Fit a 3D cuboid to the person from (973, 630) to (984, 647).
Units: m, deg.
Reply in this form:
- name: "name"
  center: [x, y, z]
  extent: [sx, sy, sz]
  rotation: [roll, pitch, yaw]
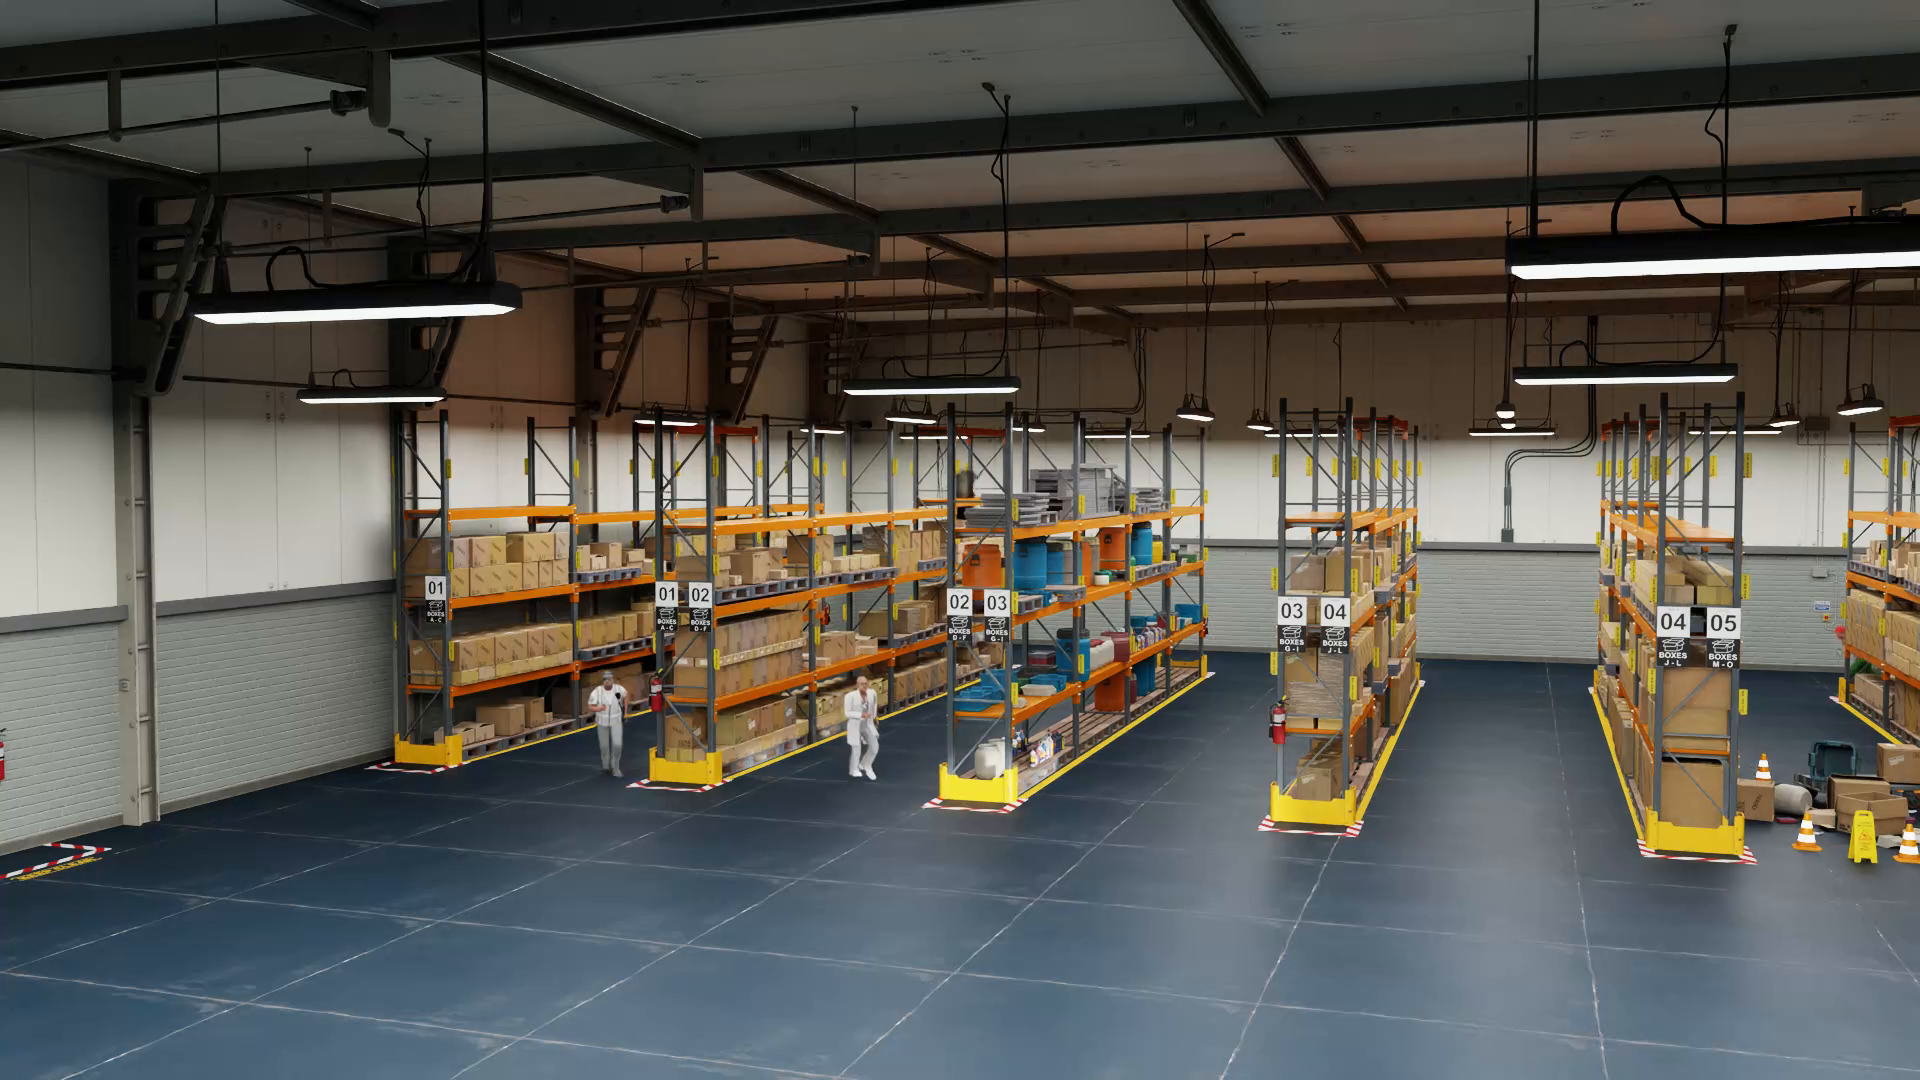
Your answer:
- name: "person"
  center: [0.485, 2.329, 42.862]
  extent: [1.099, 1.615, 0.704]
  rotation: [2, 3, 43]

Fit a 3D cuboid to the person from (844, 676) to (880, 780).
- name: "person"
  center: [-1.579, 3.000, 26.591]
  extent: [0.631, 1.679, 0.949]
  rotation: [-1, 3, -20]

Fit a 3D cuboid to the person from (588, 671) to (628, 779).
- name: "person"
  center: [-5.723, 2.978, 27.066]
  extent: [0.636, 1.757, 0.943]
  rotation: [0, 2, -9]

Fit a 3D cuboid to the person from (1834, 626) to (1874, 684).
- name: "person"
  center: [19.836, 2.674, 36.551]
  extent: [1.187, 1.553, 0.684]
  rotation: [0, 2, 11]
